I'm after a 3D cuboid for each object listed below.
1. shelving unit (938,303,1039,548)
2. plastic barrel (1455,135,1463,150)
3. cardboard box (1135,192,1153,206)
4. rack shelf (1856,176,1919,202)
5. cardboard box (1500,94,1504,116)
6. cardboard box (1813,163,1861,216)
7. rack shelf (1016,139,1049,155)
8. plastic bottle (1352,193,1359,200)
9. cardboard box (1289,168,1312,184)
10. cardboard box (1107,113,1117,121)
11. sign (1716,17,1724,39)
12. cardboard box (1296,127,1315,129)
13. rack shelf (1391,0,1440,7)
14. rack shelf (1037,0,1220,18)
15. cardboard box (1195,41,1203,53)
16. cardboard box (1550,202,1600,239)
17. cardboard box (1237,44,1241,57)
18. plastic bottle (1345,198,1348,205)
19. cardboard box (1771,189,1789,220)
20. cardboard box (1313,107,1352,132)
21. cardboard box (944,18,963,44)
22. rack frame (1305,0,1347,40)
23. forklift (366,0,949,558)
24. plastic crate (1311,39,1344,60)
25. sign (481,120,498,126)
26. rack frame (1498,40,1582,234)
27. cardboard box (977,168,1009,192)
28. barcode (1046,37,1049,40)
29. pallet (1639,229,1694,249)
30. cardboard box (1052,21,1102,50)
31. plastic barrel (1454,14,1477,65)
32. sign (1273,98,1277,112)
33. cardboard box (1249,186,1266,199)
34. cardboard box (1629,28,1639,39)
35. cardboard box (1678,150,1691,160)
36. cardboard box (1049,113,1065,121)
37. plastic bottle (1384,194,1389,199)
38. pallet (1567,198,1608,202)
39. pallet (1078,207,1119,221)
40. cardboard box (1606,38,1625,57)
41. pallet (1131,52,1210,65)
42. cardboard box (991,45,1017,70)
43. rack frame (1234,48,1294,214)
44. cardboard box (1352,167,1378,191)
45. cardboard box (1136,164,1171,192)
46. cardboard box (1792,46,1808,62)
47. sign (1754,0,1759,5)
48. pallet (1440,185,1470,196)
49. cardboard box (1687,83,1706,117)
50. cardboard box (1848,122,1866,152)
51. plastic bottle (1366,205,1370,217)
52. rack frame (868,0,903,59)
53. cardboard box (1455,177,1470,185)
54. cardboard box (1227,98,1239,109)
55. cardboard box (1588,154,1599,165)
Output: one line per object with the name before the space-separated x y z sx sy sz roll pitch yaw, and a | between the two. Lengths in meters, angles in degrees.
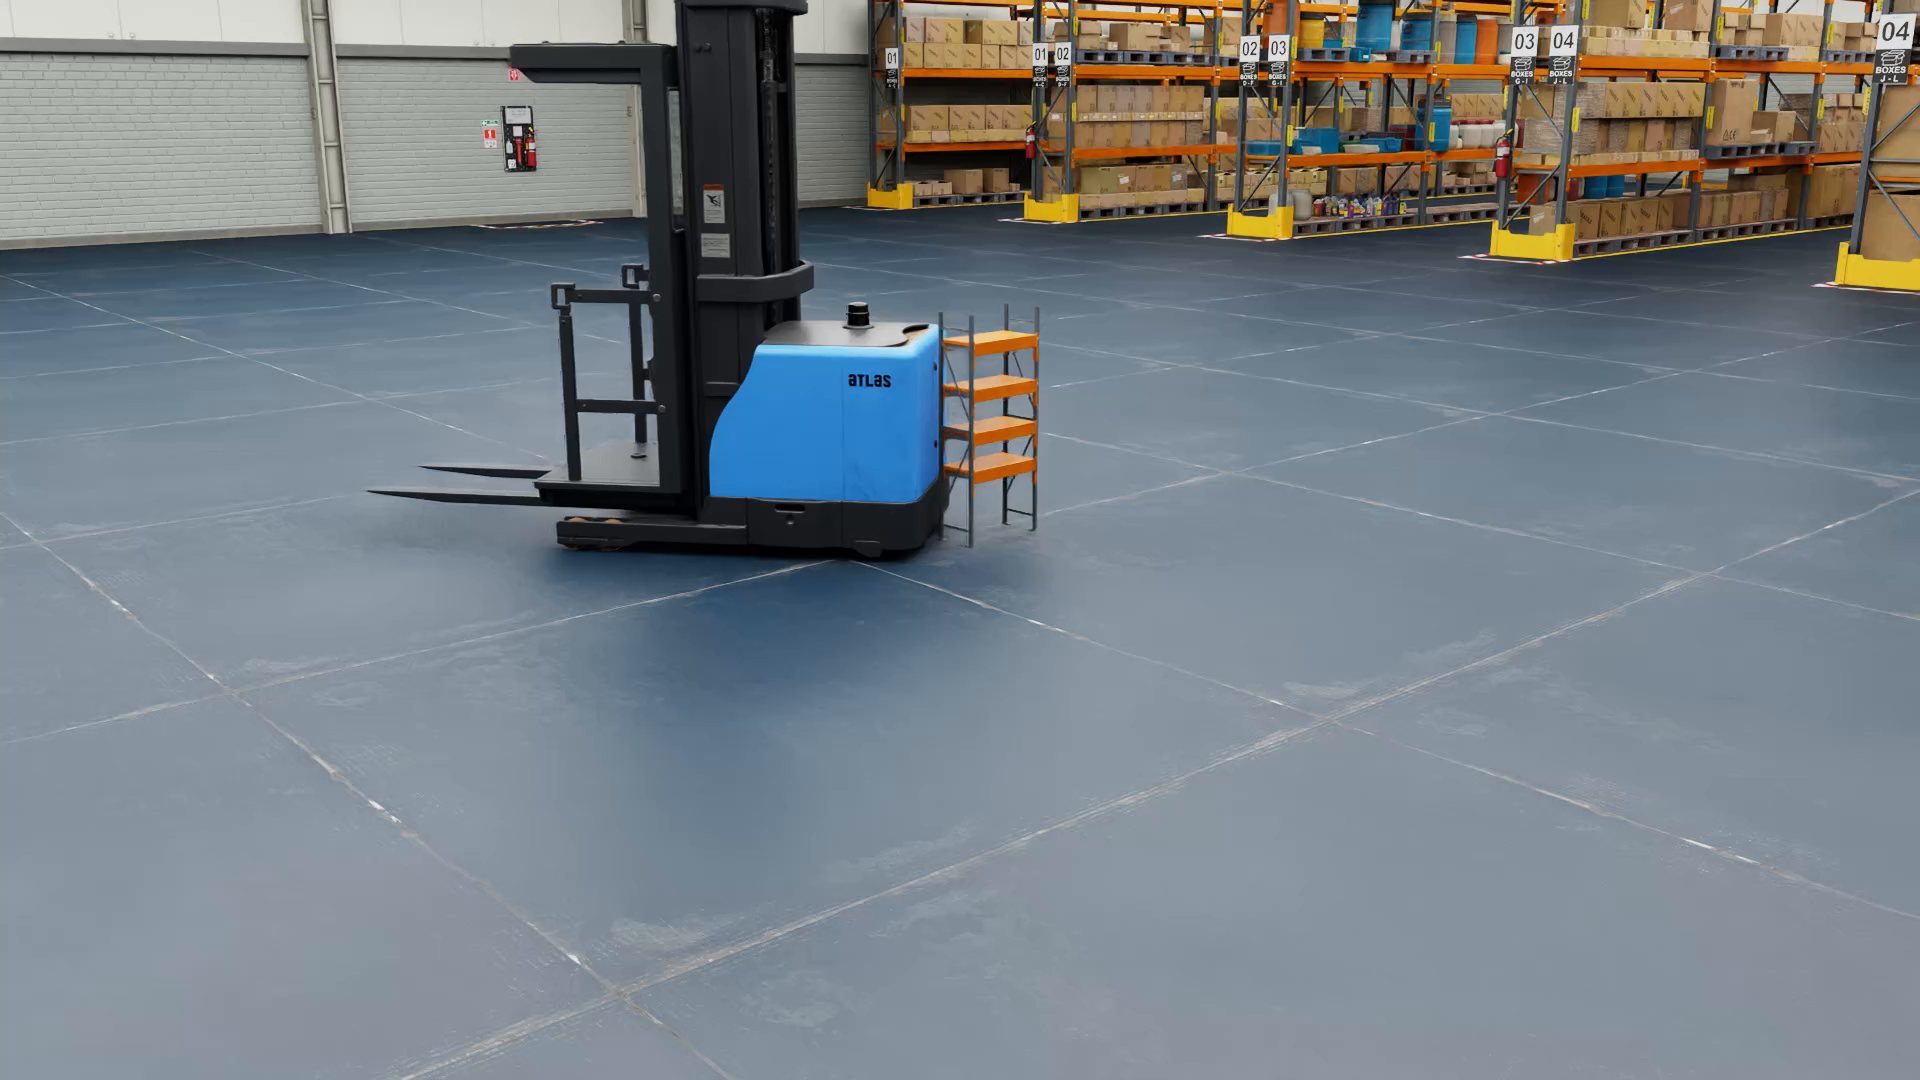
shelving unit | 0.151 -0.606 8.693 0.258 1.200 0.503 14 21 43
plastic barrel | 9.090 -7.316 30.596 0.301 0.262 0.301 0 15 0
cardboard box | 3.408 -6.652 32.355 0.500 0.250 0.500 -13 19 -39
rack shelf | 12.913 -4.555 21.386 4.000 0.370 1.077 -13 19 -39
cardboard box | 12.871 -10.415 39.796 0.500 0.500 0.500 -12 19 -38
cardboard box | 15.471 -6.341 29.980 0.875 0.875 1.225 -13 19 -39
rack shelf | 2.996 -9.109 38.432 4.000 0.370 1.077 -13 19 -39
plastic bottle | 7.109 -6.066 29.926 0.185 0.351 0.144 -12 19 -38
cardboard box | 7.138 -7.751 35.382 0.500 0.311 0.500 -13 20 -40
cardboard box | 2.740 -7.992 31.407 0.250 0.149 0.380 -13 20 -40
sign | 11.604 -7.819 25.396 0.005 0.325 0.100 -13 19 -39
cardboard box | 7.457 -8.735 35.813 0.500 0.311 0.500 -11 19 -36
rack shelf | 6.482 -9.208 27.952 4.000 0.370 1.077 -13 19 -39
rack shelf | 3.233 -10.173 31.565 4.000 0.370 1.077 -13 19 -39
cardboard box | 5.624 -11.790 40.216 0.500 0.500 0.700 -11 19 -37
cardboard box | 9.135 -4.753 24.760 0.500 0.500 0.500 -7 17 -25
cardboard box | 5.626 -9.929 33.775 0.500 0.250 0.500 14 20 42
plastic bottle | 6.881 -5.963 29.696 0.097 0.271 0.097 0 15 0
cardboard box | 13.767 -5.790 28.604 0.500 0.500 0.700 -14 20 -42
cardboard box | 8.161 -9.211 36.414 0.700 0.500 0.500 8 17 28
cardboard box | -0.289 -10.612 34.684 0.500 0.500 0.500 -12 19 -38
rack frame | 7.760 -11.730 35.226 0.127 3.000 1.000 -13 19 -39
forklift | -1.624 -1.487 8.637 3.031 2.935 1.130 2 15 9
plastic crate | 6.214 -8.334 28.358 0.575 0.384 0.392 -13 19 -39
sign | -8.461 -7.498 29.912 0.331 0.109 0.001 -13 19 -39
rack frame | 8.225 -5.547 23.704 0.127 3.000 1.000 -13 19 -39
cardboard box | 0.731 -7.939 36.650 0.500 0.500 0.500 14 21 43
barcode | 1.636 -9.351 31.007 0.075 0.075 0.001 -13 19 -39
pallet | 10.759 -4.757 26.149 1.213 0.211 1.003 -13 19 -39
cardboard box | 2.161 -9.342 30.815 0.637 0.503 0.797 -11 18 -36
plastic barrel | 9.219 -9.230 30.709 0.708 0.901 0.600 -13 19 -39
sign | 7.886 -10.890 41.616 0.005 0.325 0.100 -13 19 -39
cardboard box | 5.984 -7.223 34.493 0.500 0.250 0.500 -13 20 -41
cardboard box | 9.588 -7.332 24.091 0.250 0.149 0.380 -14 20 -42
cardboard box | 11.078 -5.969 25.771 0.250 0.149 0.380 -13 19 -39
cardboard box | 1.888 -7.940 31.211 0.250 0.149 0.380 -13 20 -40
plastic bottle | 7.600 -5.984 29.622 0.185 0.351 0.144 -13 19 -39
pallet | 12.496 -6.866 34.047 1.213 0.211 1.003 -13 19 -39
pallet | 2.274 -6.267 31.802 1.213 0.211 1.003 -13 19 -39
cardboard box | 9.143 -7.044 23.785 0.500 0.250 0.500 -13 20 -41
pallet | 4.116 -9.411 32.528 1.213 0.211 1.003 -13 19 -39
cardboard box | 0.879 -10.408 35.857 0.500 0.500 0.500 14 20 42
rack frame | 4.973 -6.511 27.314 0.127 3.000 1.000 -13 19 -39
cardboard box | 9.063 -8.032 36.997 0.500 0.500 0.500 -13 20 -40
cardboard box | 3.776 -7.102 32.585 0.500 0.500 0.500 -13 19 -39
cardboard box | 13.697 -8.064 27.605 0.500 0.250 0.500 -13 20 -40
sign | 17.417 -11.860 36.338 0.005 0.325 0.100 -13 19 -39
pallet | 11.296 -8.278 39.331 1.213 0.211 1.003 -13 19 -39
cardboard box | 11.083 -6.770 25.574 0.500 0.500 0.500 -13 19 -39
cardboard box | 15.955 -7.239 29.846 0.500 0.500 0.500 -13 19 -39
plastic bottle | 7.109 -5.745 29.015 0.097 0.201 0.097 0 15 0
rack frame | -1.530 -11.338 33.760 0.127 3.000 1.000 -13 19 -39
cardboard box | 11.882 -8.530 39.510 0.250 0.166 0.380 -13 19 -39
cardboard box | 6.561 -10.737 40.871 0.500 0.250 0.500 -12 19 -38
cardboard box | 8.996 -5.506 24.036 0.250 0.149 0.380 -13 19 -39
